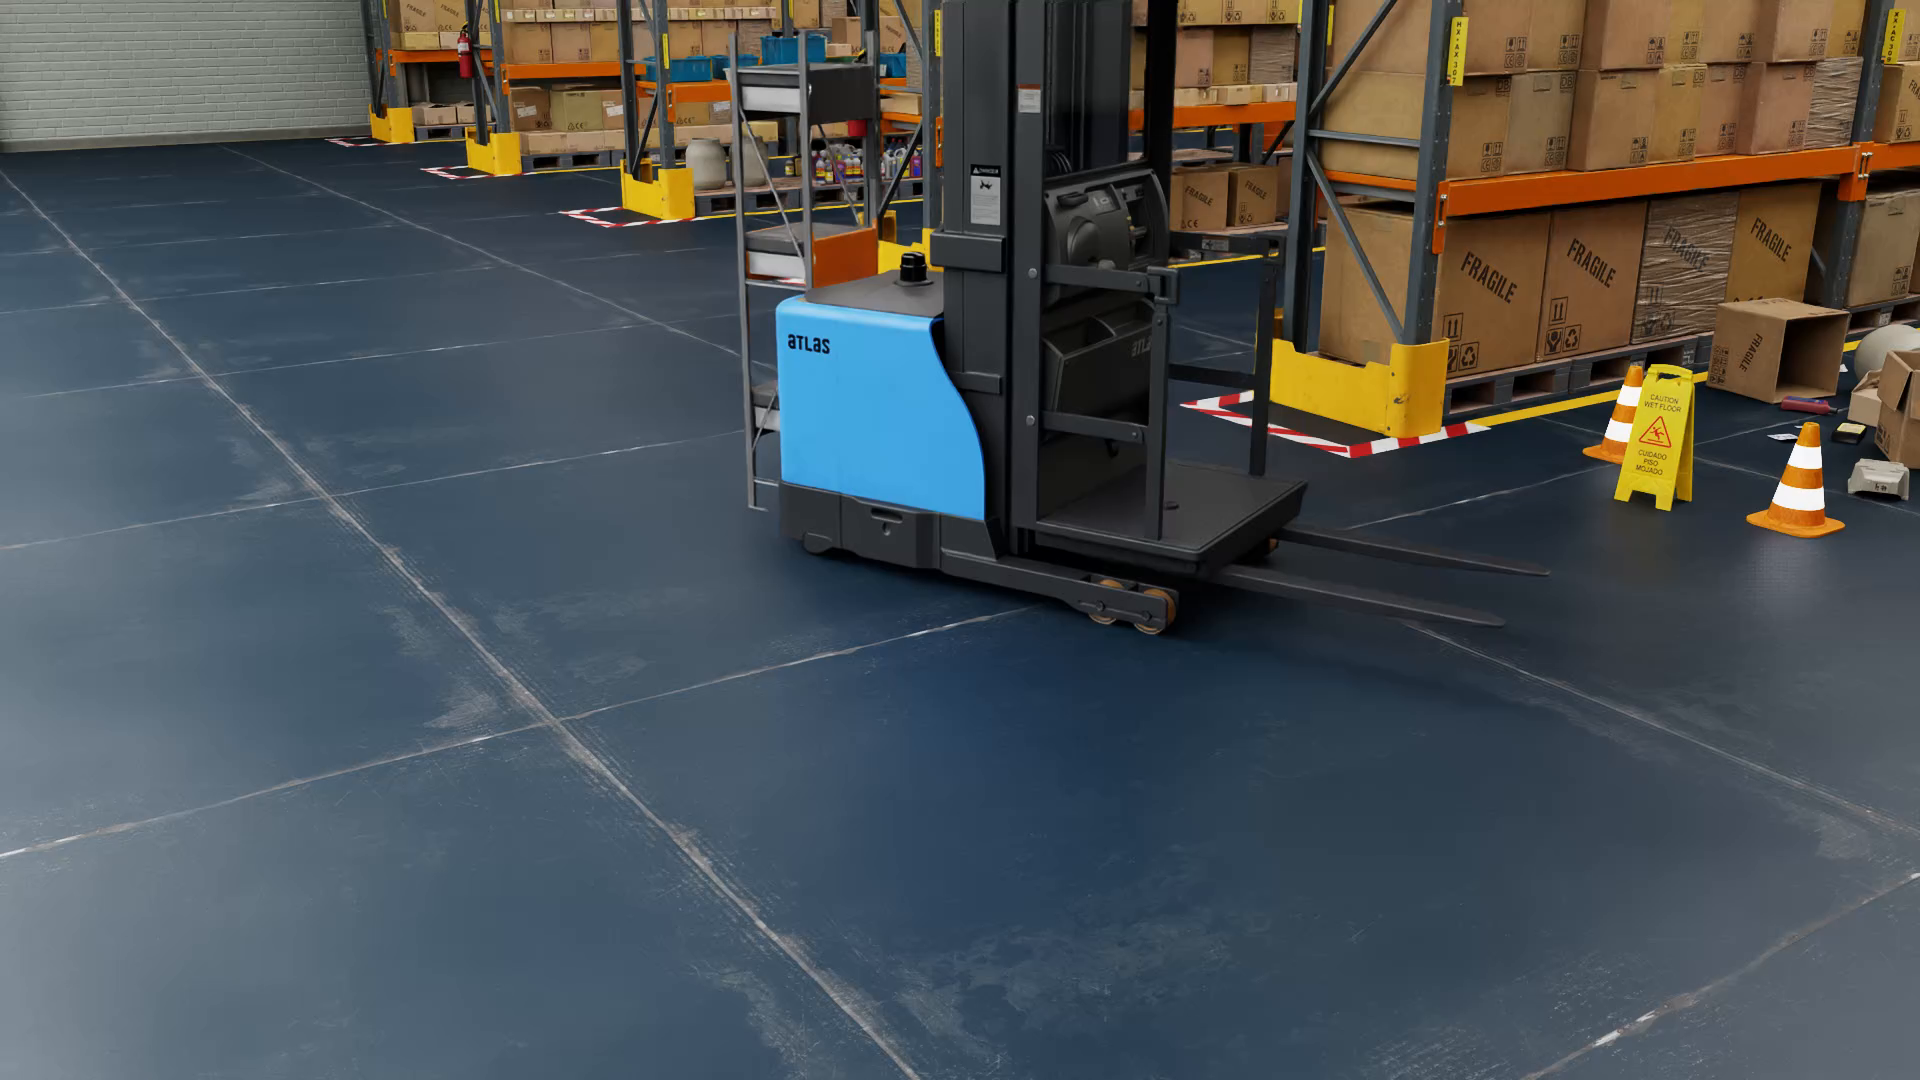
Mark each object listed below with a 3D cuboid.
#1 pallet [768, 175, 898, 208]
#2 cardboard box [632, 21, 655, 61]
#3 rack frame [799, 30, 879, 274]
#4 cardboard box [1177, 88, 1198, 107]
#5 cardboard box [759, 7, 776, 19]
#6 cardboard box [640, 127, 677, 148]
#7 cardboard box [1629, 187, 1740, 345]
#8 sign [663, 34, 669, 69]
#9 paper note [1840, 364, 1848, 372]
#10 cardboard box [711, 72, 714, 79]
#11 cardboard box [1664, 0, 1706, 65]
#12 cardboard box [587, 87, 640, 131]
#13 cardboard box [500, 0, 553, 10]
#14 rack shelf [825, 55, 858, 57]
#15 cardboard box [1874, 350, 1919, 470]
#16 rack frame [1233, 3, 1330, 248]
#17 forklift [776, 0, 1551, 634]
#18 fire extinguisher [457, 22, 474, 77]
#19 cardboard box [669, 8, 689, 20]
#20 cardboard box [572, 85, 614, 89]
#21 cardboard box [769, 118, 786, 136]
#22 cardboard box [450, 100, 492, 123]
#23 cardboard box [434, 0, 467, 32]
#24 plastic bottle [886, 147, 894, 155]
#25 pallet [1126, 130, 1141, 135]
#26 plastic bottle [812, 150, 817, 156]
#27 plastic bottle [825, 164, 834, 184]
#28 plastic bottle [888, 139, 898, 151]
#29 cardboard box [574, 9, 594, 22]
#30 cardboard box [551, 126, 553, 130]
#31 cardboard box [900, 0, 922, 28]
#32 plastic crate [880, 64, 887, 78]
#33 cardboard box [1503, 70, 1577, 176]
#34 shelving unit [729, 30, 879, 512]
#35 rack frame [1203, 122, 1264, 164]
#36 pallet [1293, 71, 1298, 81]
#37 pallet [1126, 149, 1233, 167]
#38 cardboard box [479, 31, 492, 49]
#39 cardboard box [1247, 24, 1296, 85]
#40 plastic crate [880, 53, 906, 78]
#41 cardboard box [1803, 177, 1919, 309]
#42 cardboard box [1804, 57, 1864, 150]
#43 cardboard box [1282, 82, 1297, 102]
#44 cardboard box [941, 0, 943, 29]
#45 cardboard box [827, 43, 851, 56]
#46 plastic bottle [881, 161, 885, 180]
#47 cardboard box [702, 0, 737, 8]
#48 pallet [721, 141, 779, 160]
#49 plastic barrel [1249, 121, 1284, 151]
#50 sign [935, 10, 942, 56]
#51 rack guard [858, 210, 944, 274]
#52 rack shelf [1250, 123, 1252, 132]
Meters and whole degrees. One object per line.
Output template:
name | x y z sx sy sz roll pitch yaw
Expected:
pallet | -1.447 -3.871 18.366 1.213 0.211 1.003 -12 22 -31
cardboard box | -4.217 -6.536 21.738 0.500 0.500 0.700 -11 22 -30
rack frame | -0.541 -1.239 7.631 0.400 2.100 0.015 11 22 30
cardboard box | 1.791 -3.748 14.041 0.250 0.149 0.380 -12 22 -31
cardboard box | -2.674 -7.091 22.366 0.250 0.149 0.380 -12 22 -31
cardboard box | -4.082 -5.332 21.969 0.500 0.250 0.500 -12 22 -31
cardboard box | 4.209 -1.787 10.508 0.875 0.875 0.875 -12 22 -31
sign | -2.885 -4.794 16.310 0.005 0.325 0.100 -12 22 -31
paper note | 5.460 -1.079 10.389 0.147 0.020 0.142 5 19 16
cardboard box | -4.321 -7.757 27.553 0.500 0.250 0.500 -12 22 -33
cardboard box | 3.837 -3.091 9.785 0.500 0.550 0.875 -12 22 -31
cardboard box | -4.508 -5.603 21.602 0.500 0.500 0.500 -12 22 -31
cardboard box | -5.464 -6.887 20.749 0.500 0.500 0.700 -12 22 -31
rack shelf | -0.894 -6.853 23.954 4.000 0.370 1.077 -12 22 -31
cardboard box | 5.065 -0.639 8.350 0.797 0.503 0.637 5 19 16
rack frame | 2.880 -4.191 14.957 0.127 3.000 1.000 -12 22 -31
forklift | 0.749 -1.230 6.308 3.031 2.935 1.130 11 22 30
fire extinguisher | -6.260 -6.203 21.031 0.183 0.674 0.296 -12 22 -31
cardboard box | -3.735 -6.867 21.705 0.250 0.149 0.380 -11 22 -30
cardboard box | -4.794 -5.742 22.013 0.500 0.500 0.500 -12 22 -31
cardboard box | -2.378 -5.888 23.615 0.500 0.250 0.500 -12 22 -32
cardboard box | -7.530 -6.594 25.576 0.500 0.311 0.500 -10 21 -27
cardboard box | -7.651 -7.843 24.791 0.500 0.500 0.500 -12 22 -31
plastic bottle | -0.801 -4.342 18.979 0.097 0.271 0.097 0 19 0
pallet | 2.438 -6.560 26.318 1.213 0.211 1.003 -12 22 -31
plastic bottle | -1.666 -4.207 18.571 0.135 0.276 0.152 -12 22 -31
plastic bottle | -1.412 -3.948 17.921 0.097 0.201 0.097 0 19 0
plastic bottle | -0.746 -4.438 19.137 0.185 0.351 0.144 -11 22 -30
cardboard box | -4.819 -6.637 21.025 0.250 0.149 0.380 -12 22 -32
cardboard box | -5.209 -5.298 21.869 0.500 0.250 0.500 -12 22 -31
cardboard box | -0.137 -4.311 13.131 0.500 0.500 0.500 -12 22 -31
plastic crate | -1.060 -5.037 17.871 0.437 0.136 0.530 -12 22 -31
cardboard box | 2.916 -2.393 9.405 0.550 0.550 0.875 -12 22 -31
shelving unit | -0.671 -1.173 7.435 0.431 2.100 0.503 11 22 30
rack frame | 3.497 -6.220 20.960 0.127 3.000 1.000 -12 22 -31
pallet | 3.599 -4.196 15.271 1.213 0.211 1.003 -12 22 -31
pallet | 2.829 -4.773 21.033 1.213 0.211 1.003 -12 22 -31
cardboard box | -7.196 -7.584 25.196 0.500 0.250 0.500 -12 22 -32
cardboard box | 2.471 -4.316 14.708 0.500 0.500 0.875 -12 22 -31
plastic crate | -0.619 -5.177 18.108 0.616 0.251 0.499 -12 22 -31
cardboard box | 5.993 -2.113 11.668 0.750 0.750 1.050 -12 22 -32
cardboard box | 5.222 -2.849 10.754 0.550 0.550 0.875 -12 22 -31
cardboard box | 2.863 -3.955 14.653 0.250 0.149 0.380 -12 22 -31
cardboard box | 0.149 -4.172 12.720 0.500 0.500 0.500 -12 22 -31
cardboard box | -1.712 -6.823 23.137 0.250 0.149 0.380 -12 22 -31
plastic bottle | -0.874 -4.061 18.257 0.097 0.201 0.097 0 19 0
cardboard box | -3.353 -7.334 22.072 0.500 0.500 0.700 -12 22 -32
pallet | -3.252 -5.391 22.862 1.213 0.211 1.003 -12 22 -31
plastic barrel | 3.896 -5.482 21.508 0.708 0.830 0.600 -12 22 -31
sign | -0.162 -3.751 12.305 0.005 0.325 0.100 -12 22 -31
rack guard | -0.397 -2.315 13.313 0.348 0.500 1.175 -12 22 -31
rack shelf | 4.551 -4.202 16.114 4.000 0.370 1.077 -12 22 -31
